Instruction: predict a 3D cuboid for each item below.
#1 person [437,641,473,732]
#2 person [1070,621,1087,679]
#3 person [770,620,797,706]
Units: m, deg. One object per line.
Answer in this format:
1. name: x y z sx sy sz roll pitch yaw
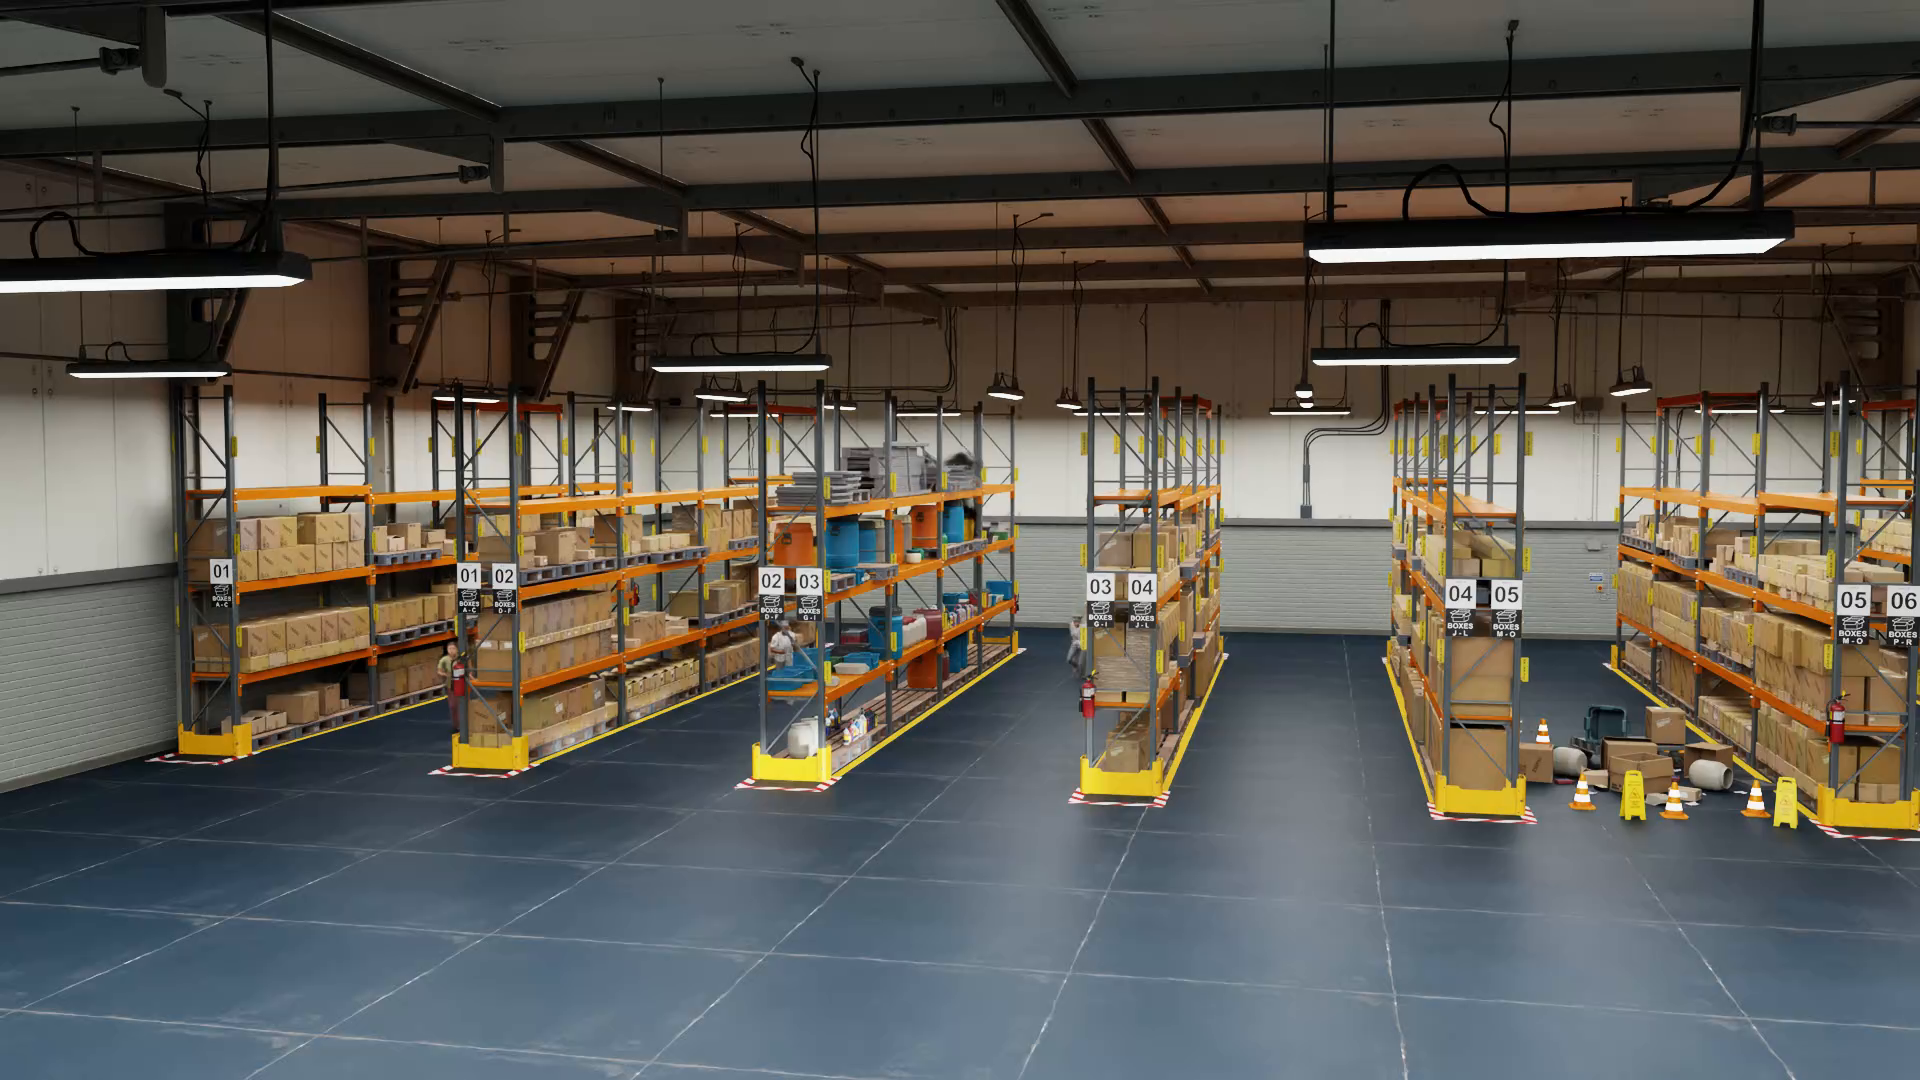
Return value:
1. person: -8.806 2.571 29.046 0.574 1.636 0.934 0 3 -8
2. person: 2.536 2.298 35.490 0.633 1.417 0.917 2 4 29
3. person: -3.430 2.362 32.482 0.575 1.663 0.953 -1 3 -11
